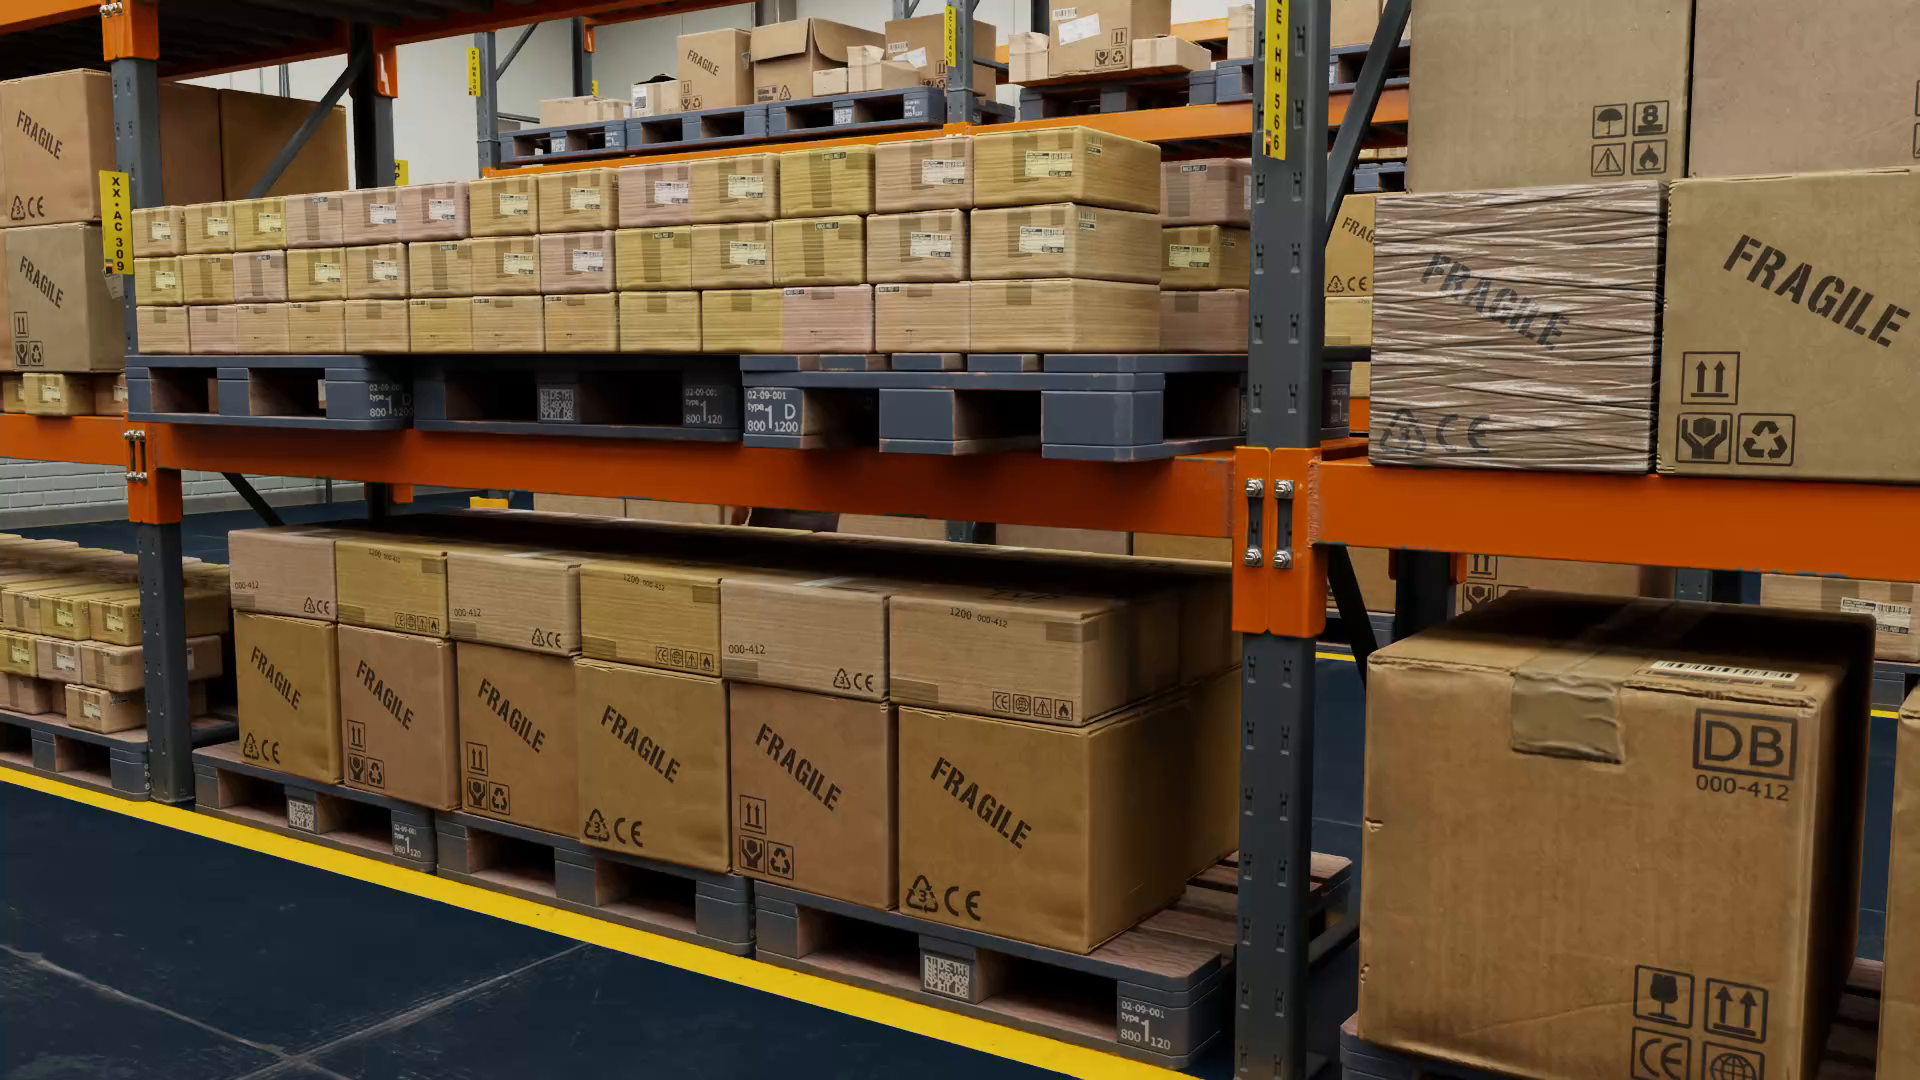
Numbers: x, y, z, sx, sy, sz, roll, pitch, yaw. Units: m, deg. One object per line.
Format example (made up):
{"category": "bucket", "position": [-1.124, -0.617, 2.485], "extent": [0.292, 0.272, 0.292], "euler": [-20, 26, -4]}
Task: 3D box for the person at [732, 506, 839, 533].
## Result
{"category": "person", "position": [-0.721, -0.122, 6.971], "extent": [0.472, 1.725, 0.560], "euler": [4, 7, 32]}
